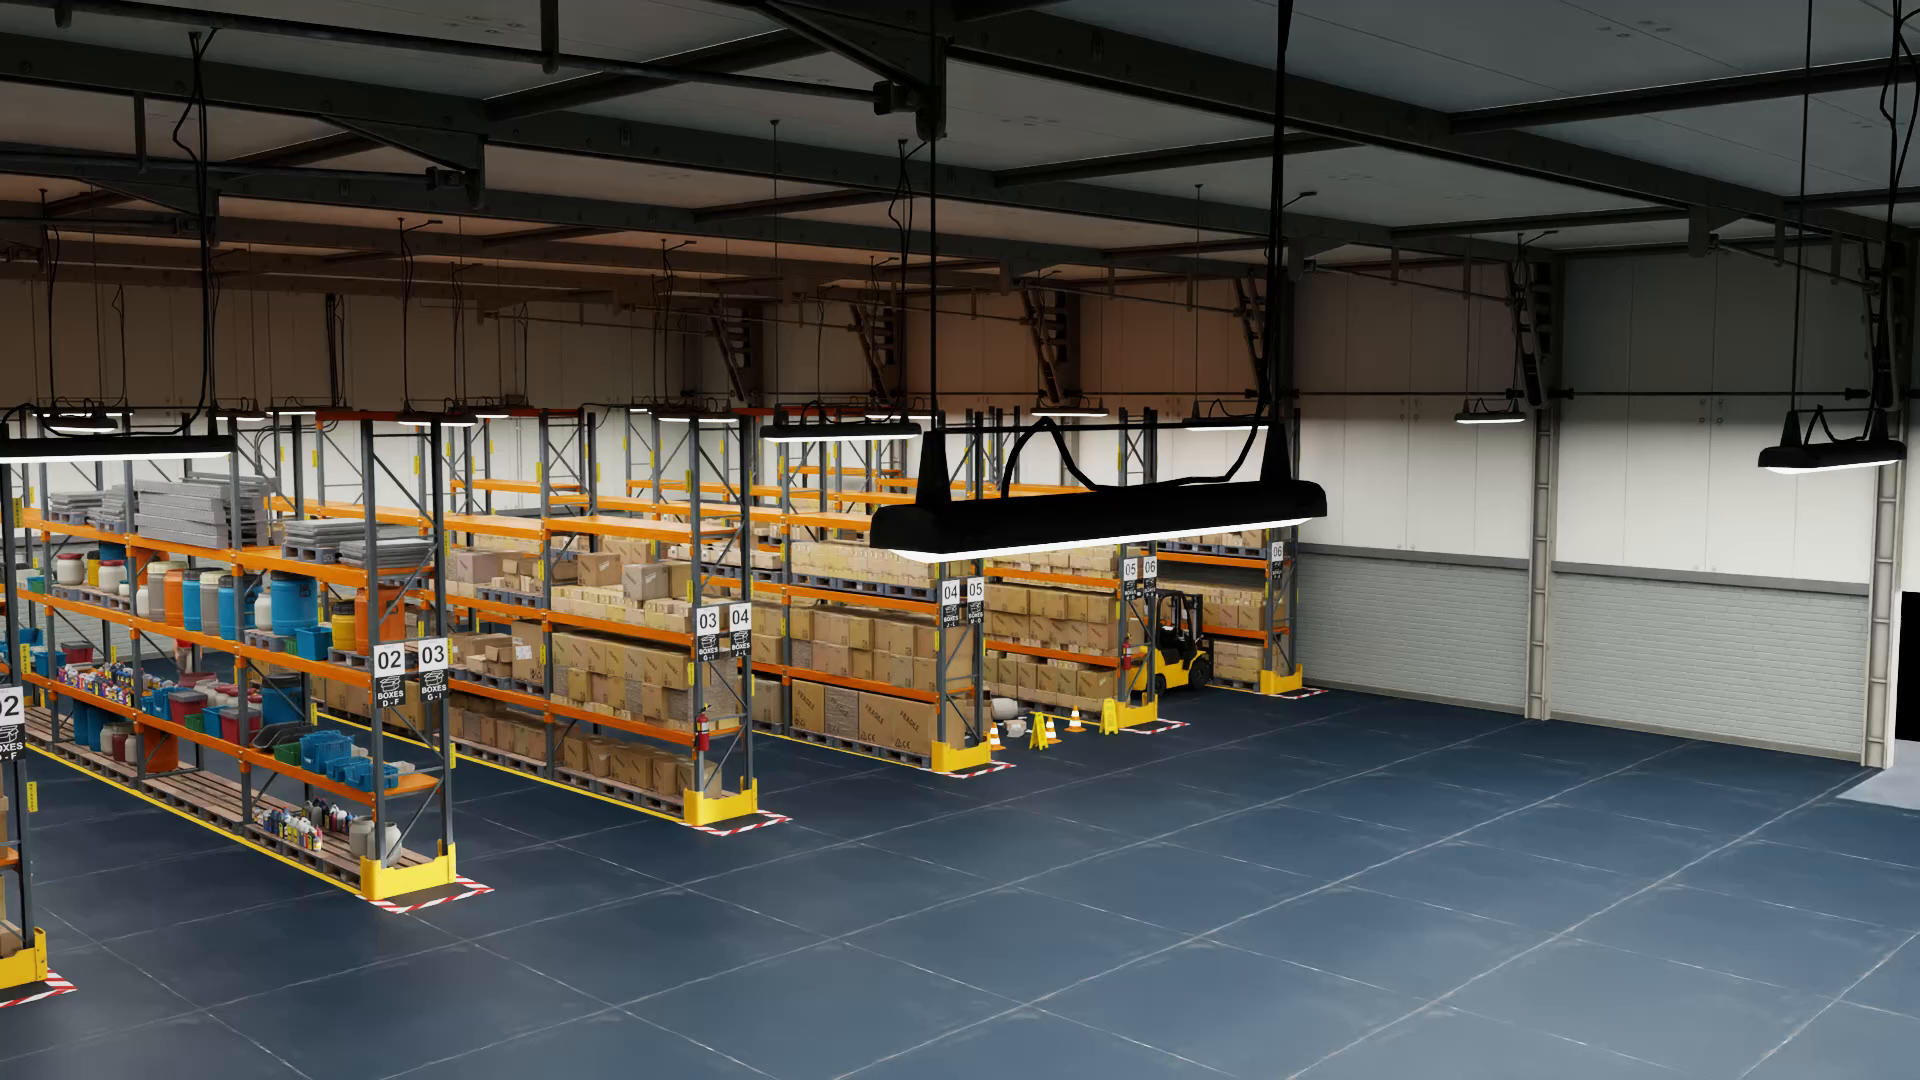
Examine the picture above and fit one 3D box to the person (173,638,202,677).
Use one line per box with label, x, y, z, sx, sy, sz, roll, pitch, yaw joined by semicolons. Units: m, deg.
person;-16.320;2.382;35.141;0.541;1.706;0.852;-1;5;-14
